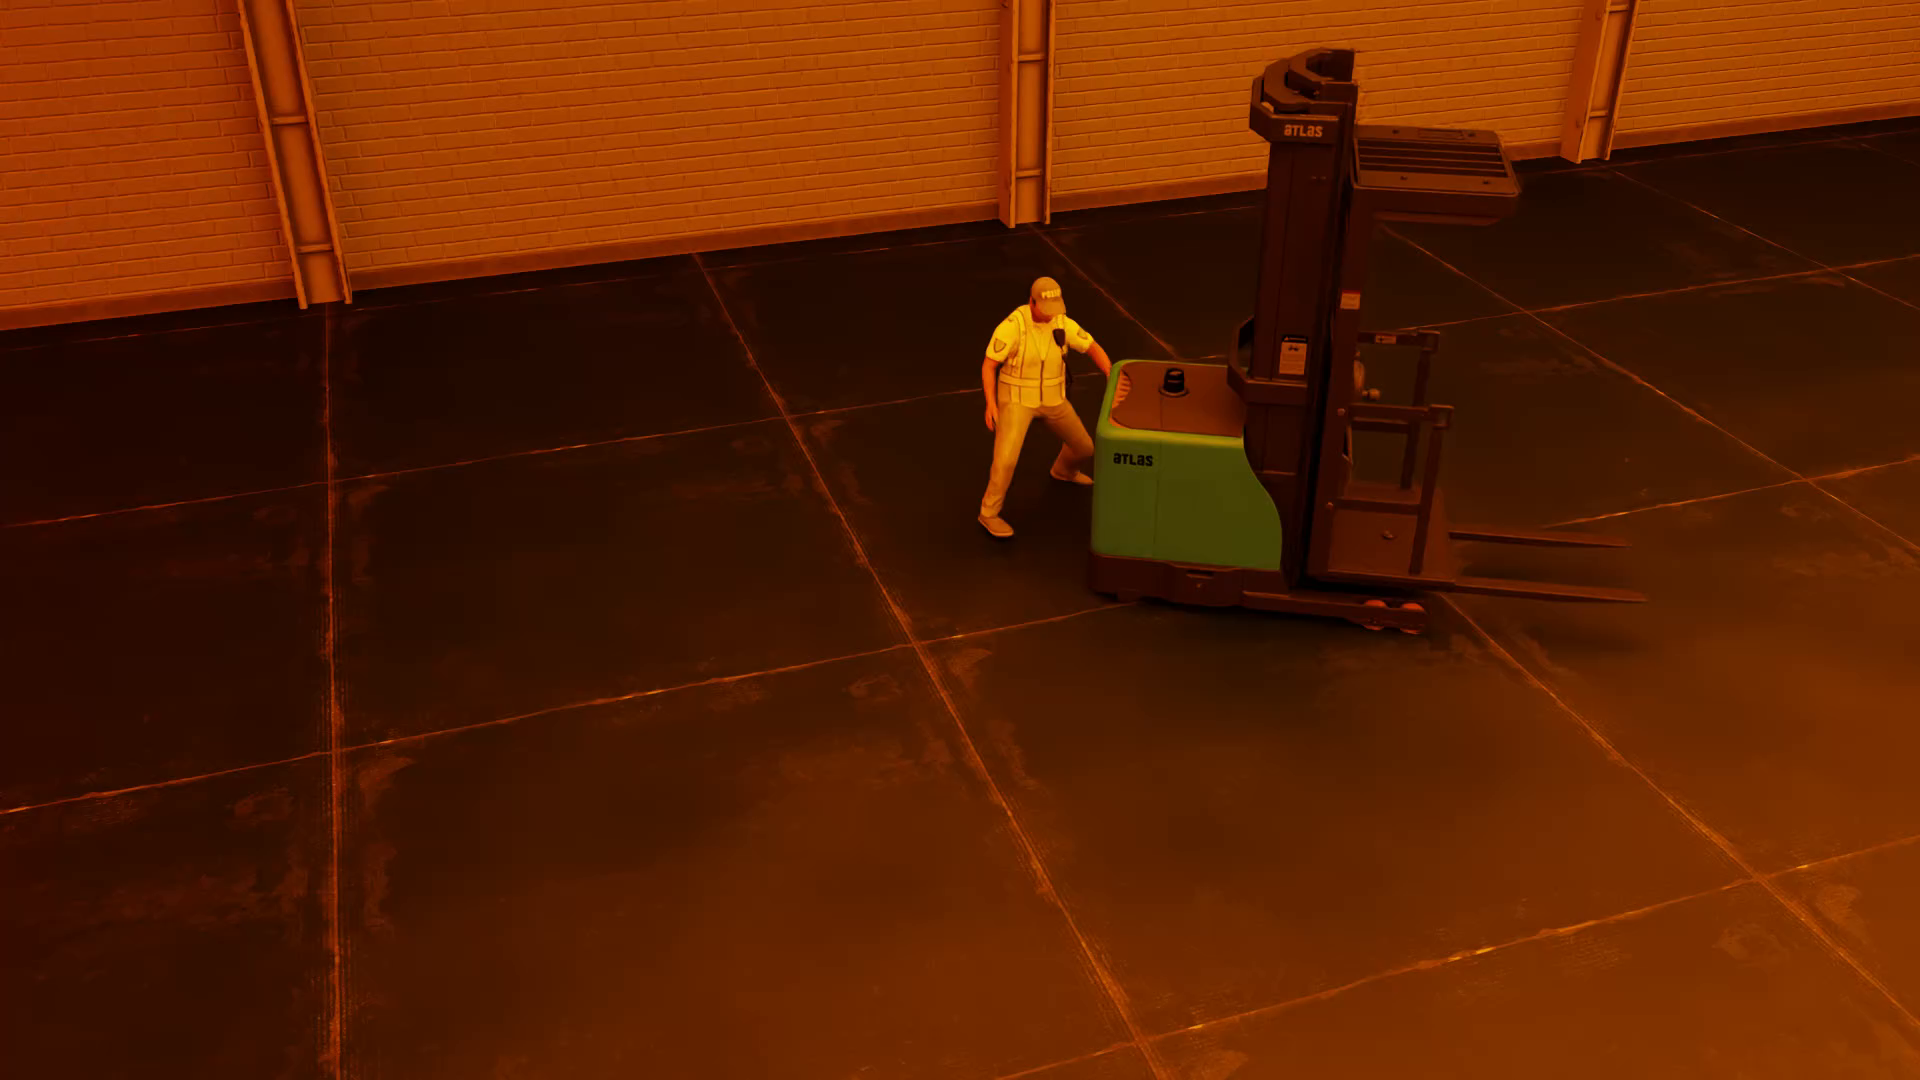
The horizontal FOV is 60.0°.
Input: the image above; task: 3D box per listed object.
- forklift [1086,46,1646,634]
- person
[{"bbox_3d":[2.286,-1.044,8.901,3.031,2.935,1.130,5,30,9],"label":"forklift"},{"bbox_3d":[0.510,-0.841,10.022,0.928,1.541,0.785,-9,31,-15],"label":"person"}]
